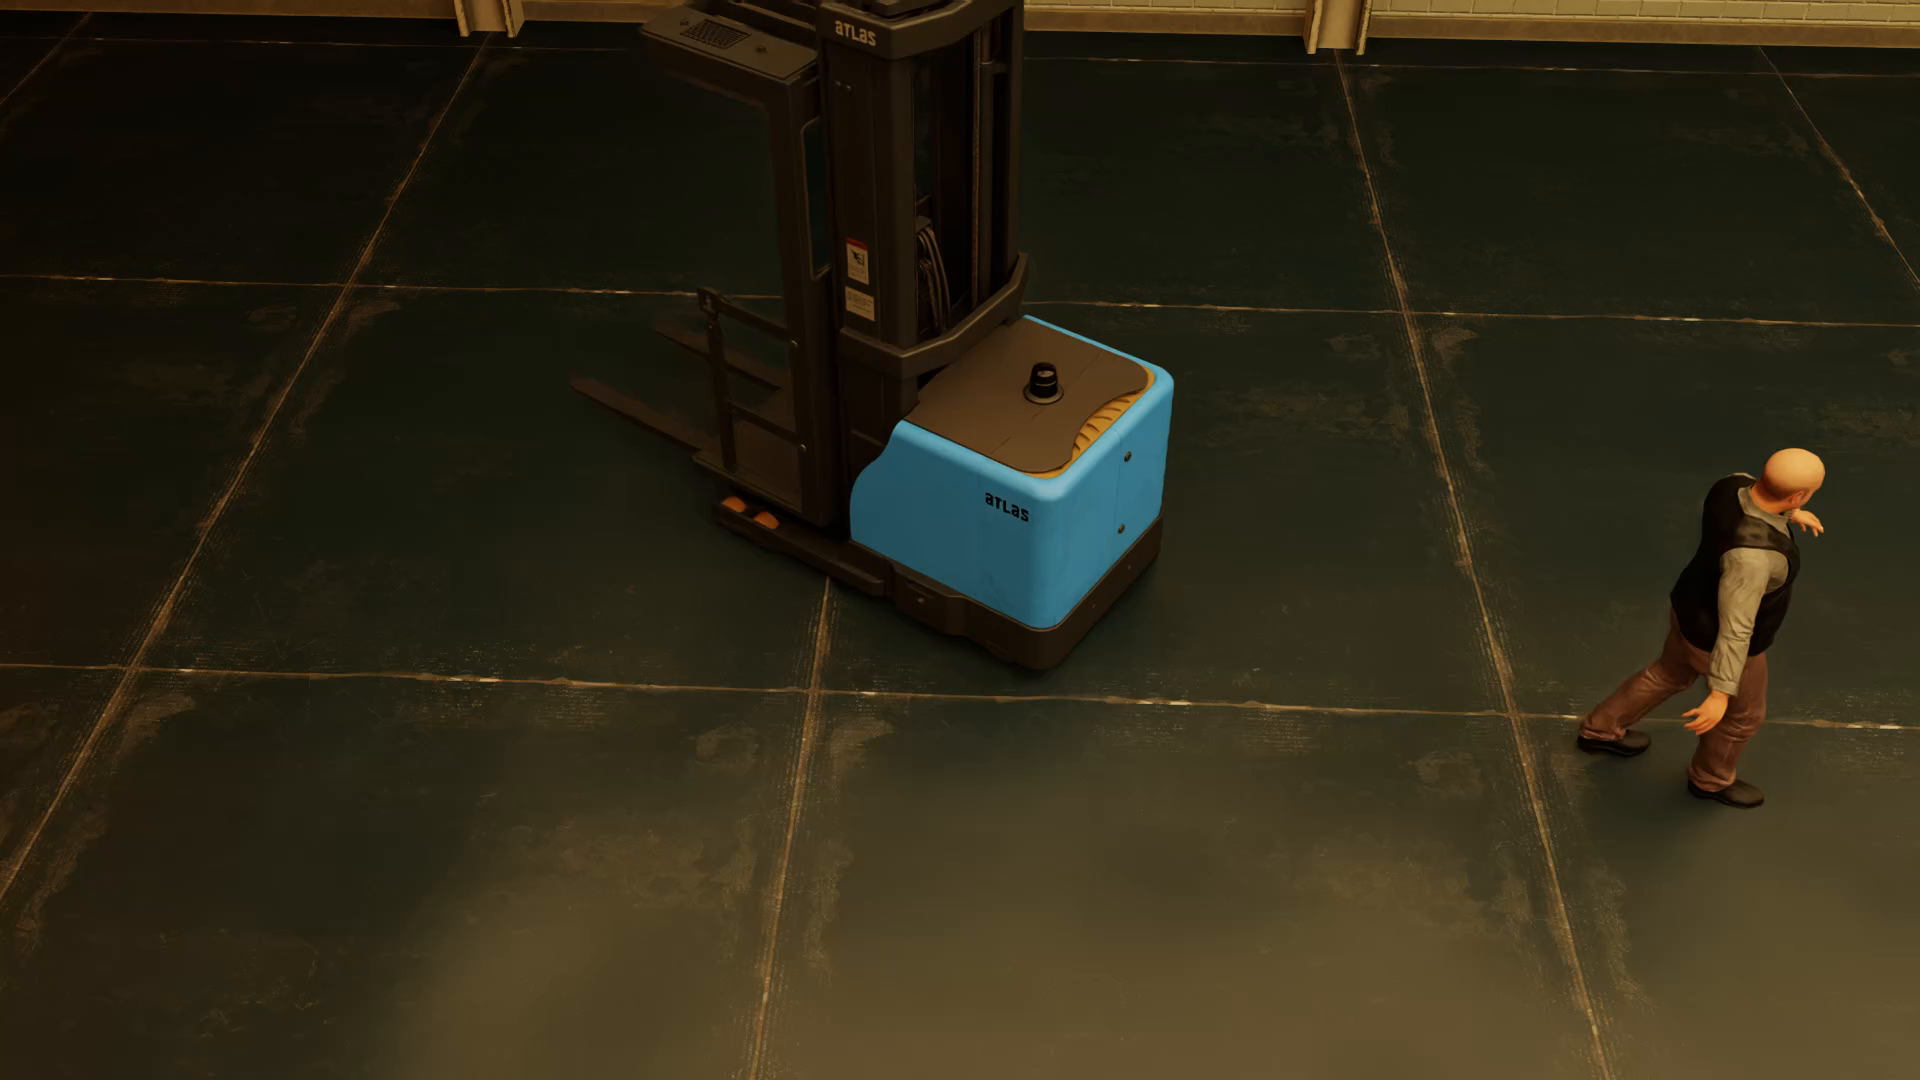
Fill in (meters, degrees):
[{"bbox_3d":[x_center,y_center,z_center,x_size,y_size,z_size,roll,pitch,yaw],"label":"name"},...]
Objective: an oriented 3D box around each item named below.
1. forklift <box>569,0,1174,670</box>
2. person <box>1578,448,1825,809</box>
[{"bbox_3d":[-0.565,-1.315,7.183,3.031,2.935,1.130,25,48,25],"label":"forklift"},{"bbox_3d":[2.926,0.393,6.323,0.756,1.591,0.943,4,43,5],"label":"person"}]
